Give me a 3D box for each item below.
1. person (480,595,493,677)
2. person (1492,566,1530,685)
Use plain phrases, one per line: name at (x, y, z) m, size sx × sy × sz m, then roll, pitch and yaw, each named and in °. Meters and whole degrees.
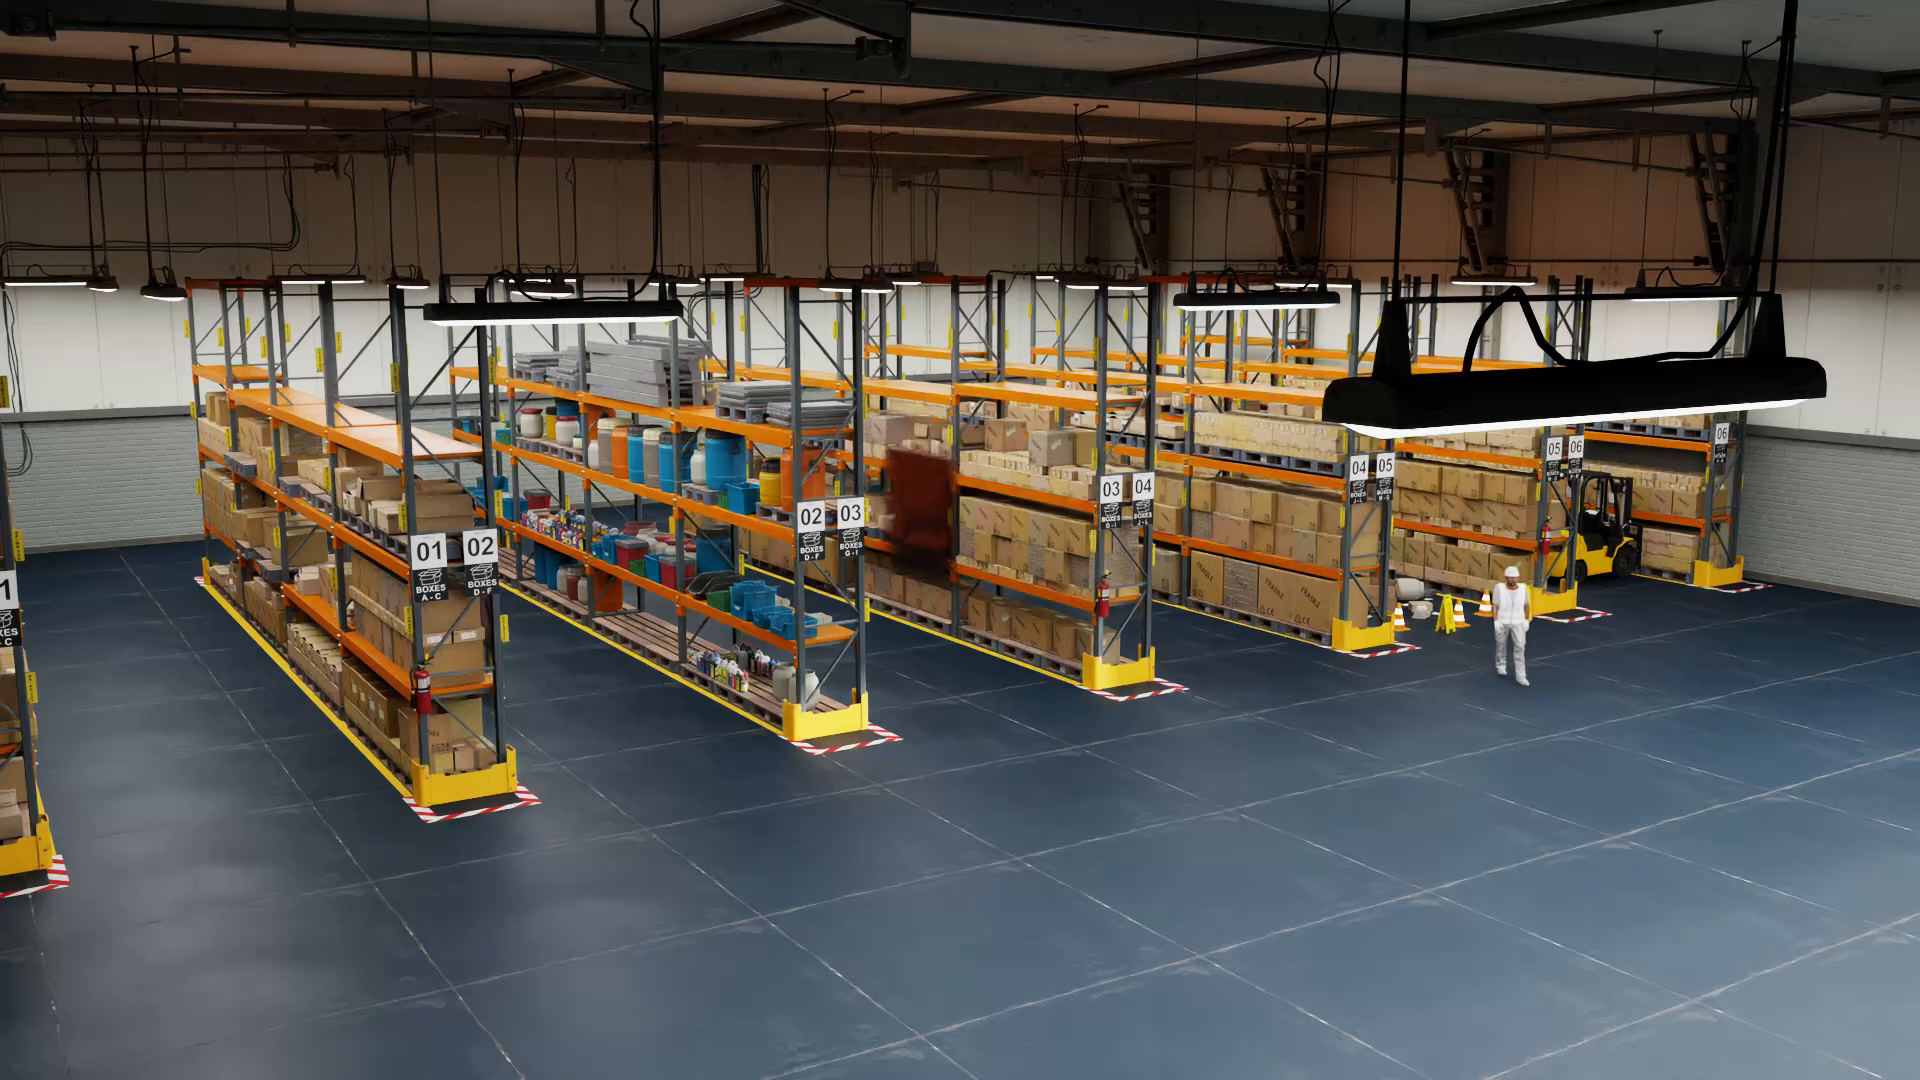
person at (-7.145, 1.323, 24.733) m, size 0.582 × 1.763 × 0.552 m, roll -3°, pitch 10°, yaw -17°
person at (8.328, 1.253, 25.138) m, size 0.580 × 1.733 × 0.949 m, roll 2°, pitch 10°, yaw 13°
